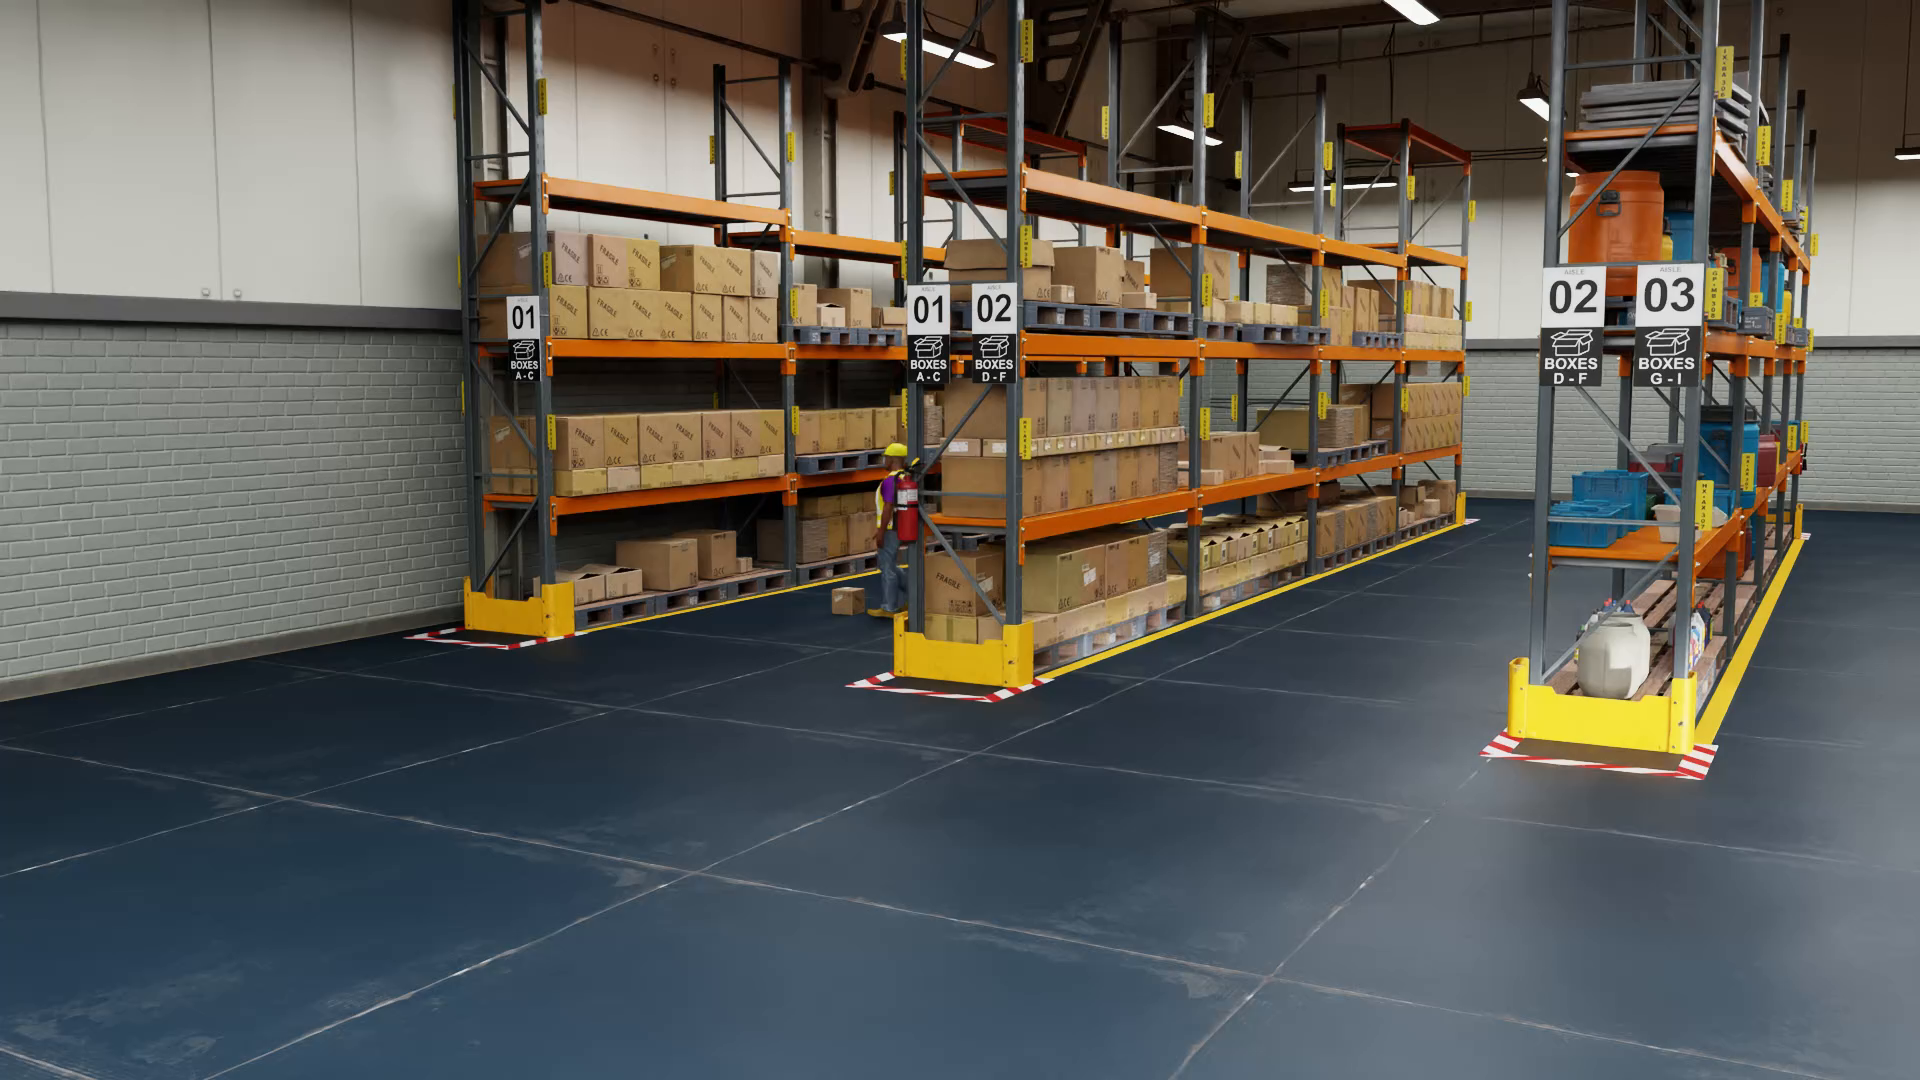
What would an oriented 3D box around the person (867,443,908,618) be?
[{"bbox_3d":[-0.682,-0.096,16.881,0.515,1.767,0.587,2,6,15],"label":"person"}]
